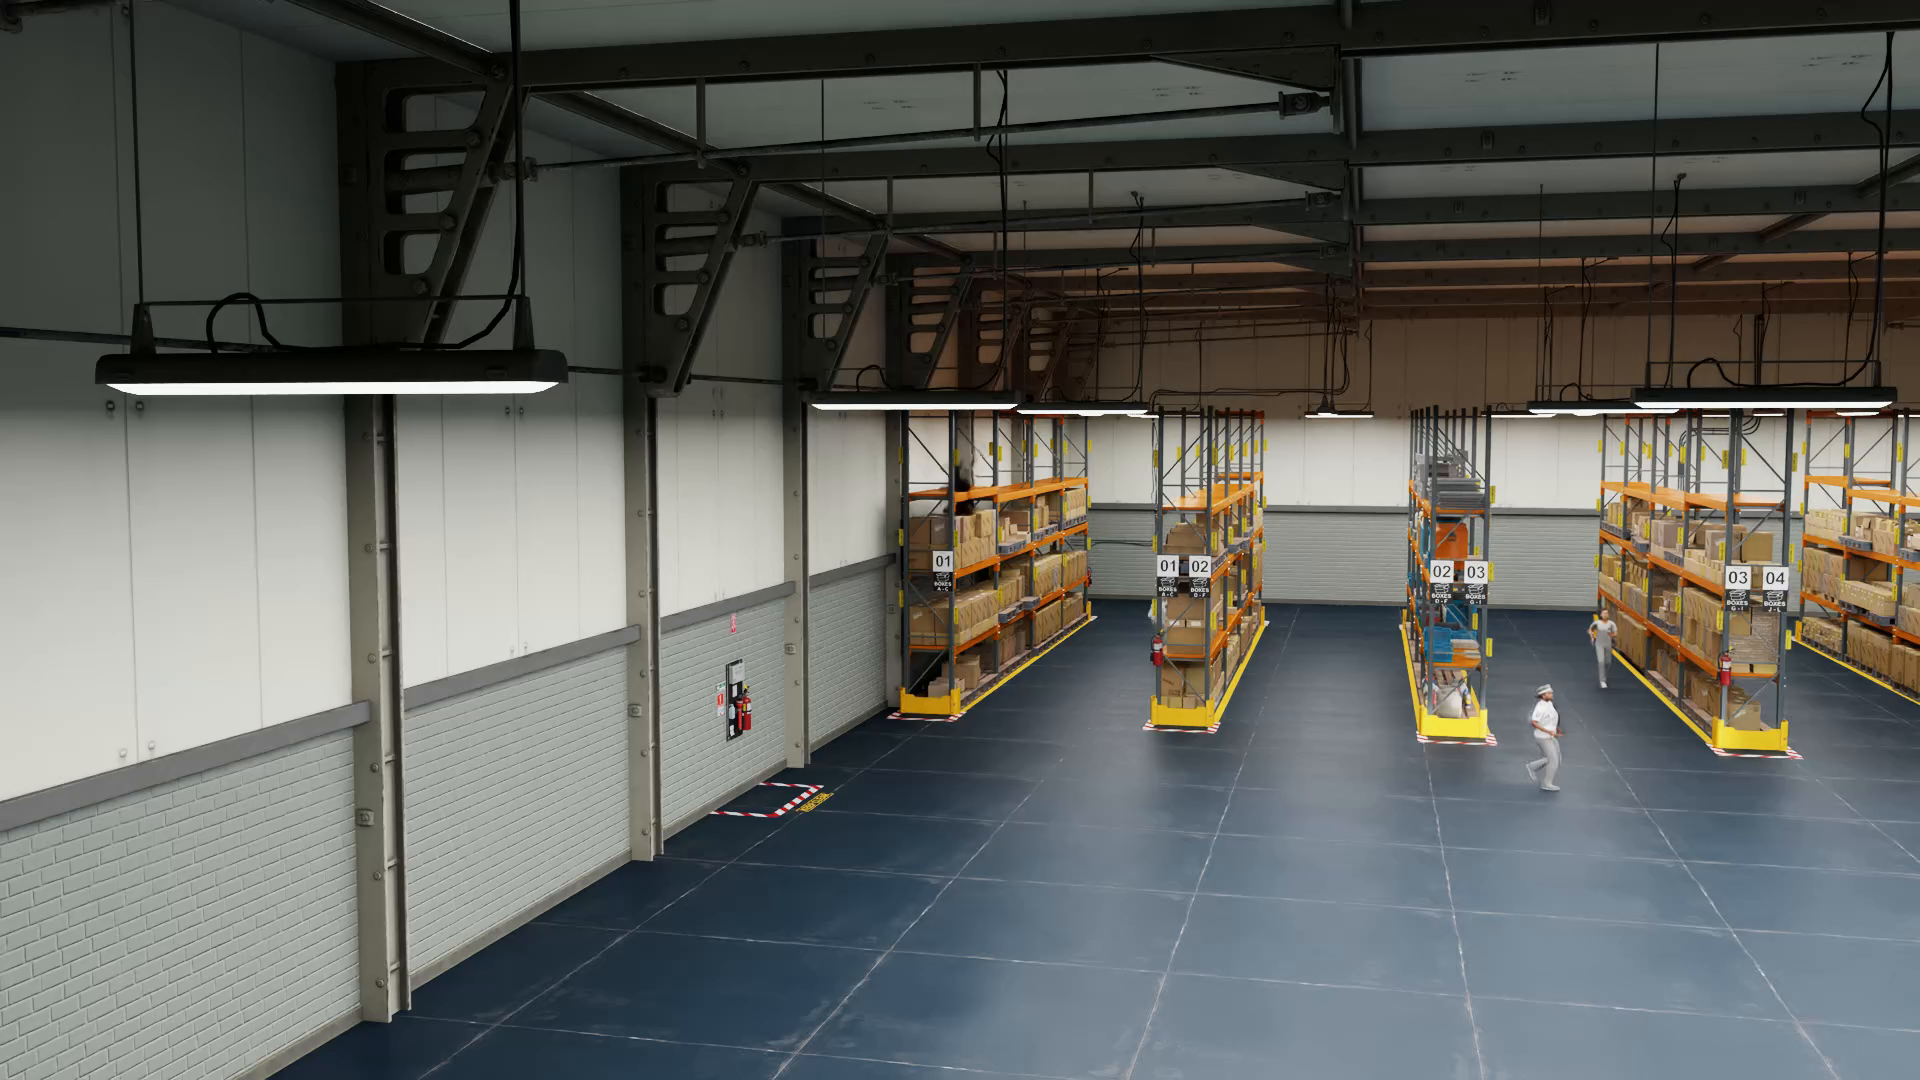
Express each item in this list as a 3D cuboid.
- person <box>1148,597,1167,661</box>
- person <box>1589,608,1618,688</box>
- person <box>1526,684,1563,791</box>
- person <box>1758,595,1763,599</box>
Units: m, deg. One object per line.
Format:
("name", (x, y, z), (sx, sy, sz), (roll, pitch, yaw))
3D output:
("person", (4.796, 2.039, 39.765), (0.601, 1.690, 0.872), (0, 4, 5))
("person", (13.861, 2.295, 35.809), (0.564, 1.655, 0.969), (1, 4, 10))
("person", (9.063, 3.044, 25.813), (0.573, 1.650, 0.574), (3, 5, 40))
("person", (21.627, 1.708, 44.428), (0.676, 1.667, 0.726), (-3, 5, -33))
